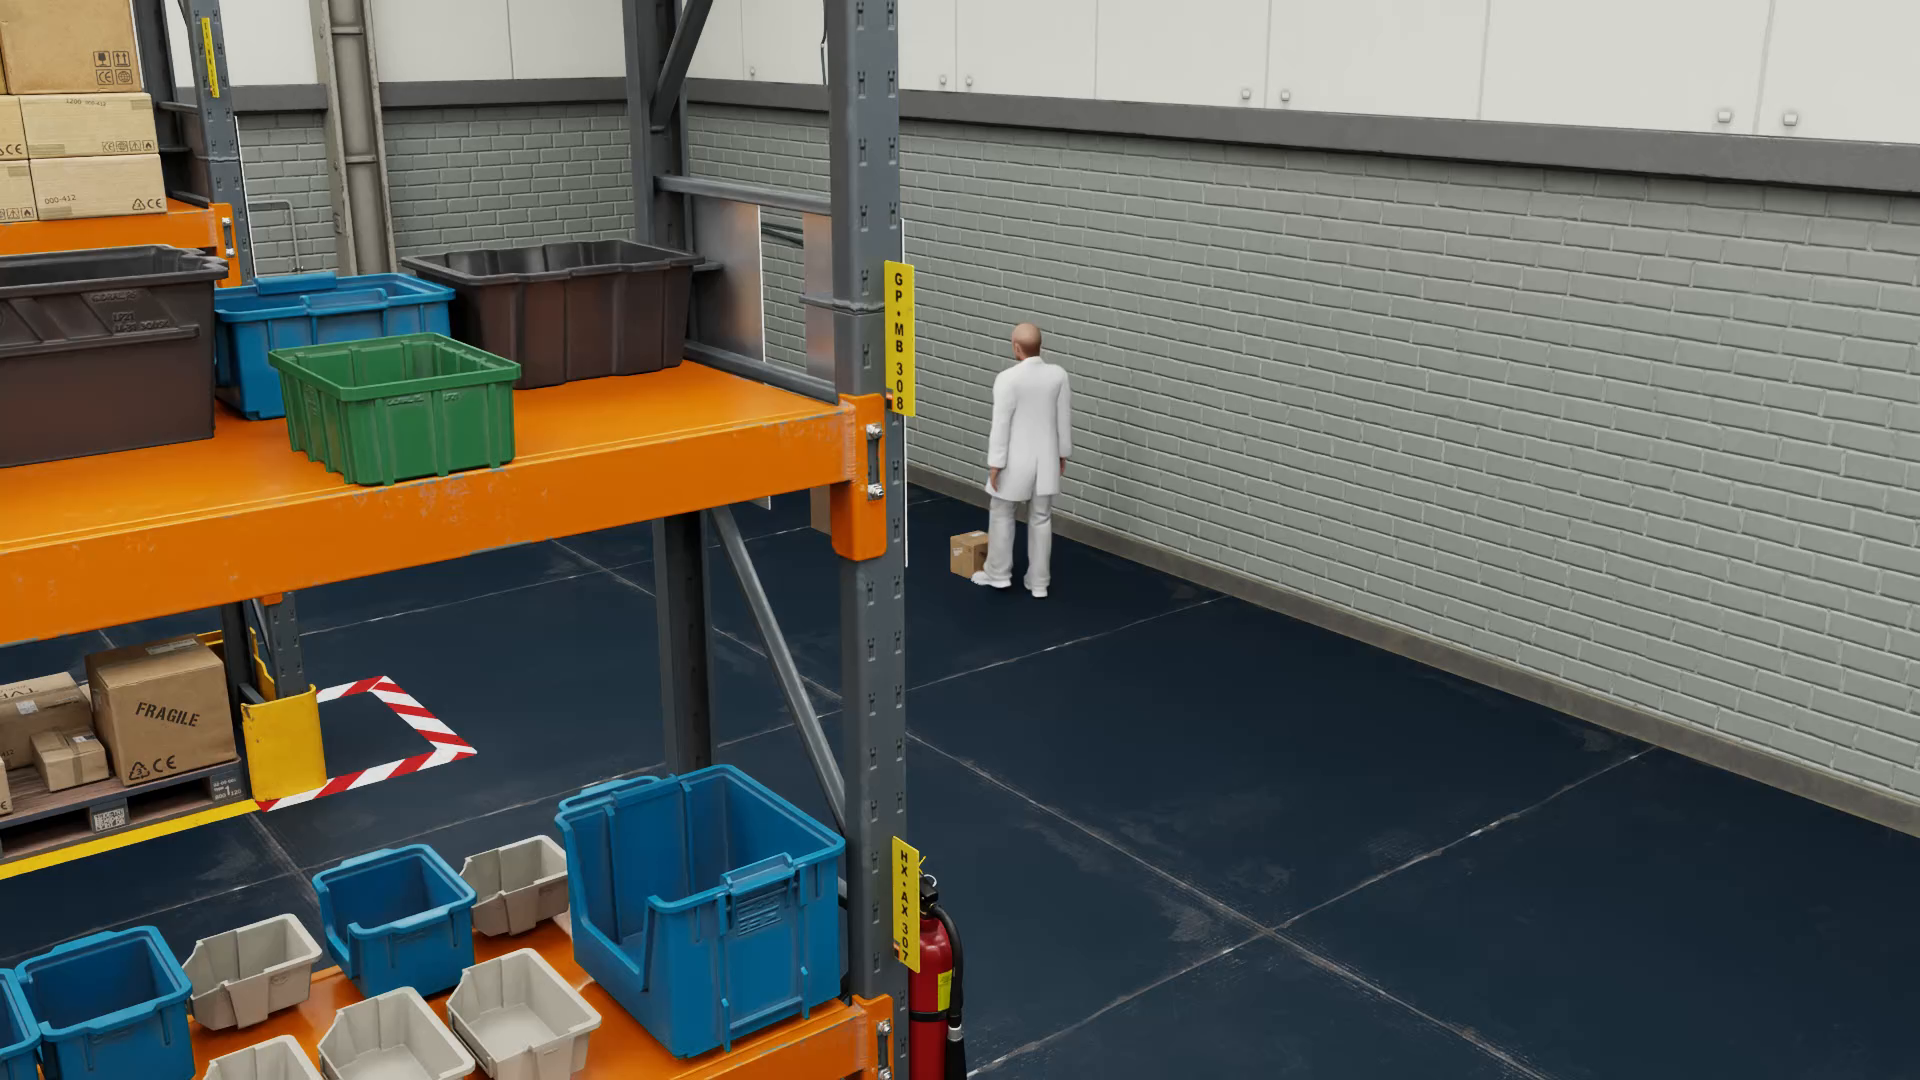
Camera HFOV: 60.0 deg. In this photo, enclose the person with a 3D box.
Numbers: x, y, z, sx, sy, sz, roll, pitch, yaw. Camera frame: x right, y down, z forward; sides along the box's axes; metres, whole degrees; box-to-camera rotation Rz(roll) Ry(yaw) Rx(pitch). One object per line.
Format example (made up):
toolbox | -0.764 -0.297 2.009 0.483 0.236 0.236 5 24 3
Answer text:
person | 0.397 -0.536 10.764 0.625 1.790 0.623 -7 19 -21
